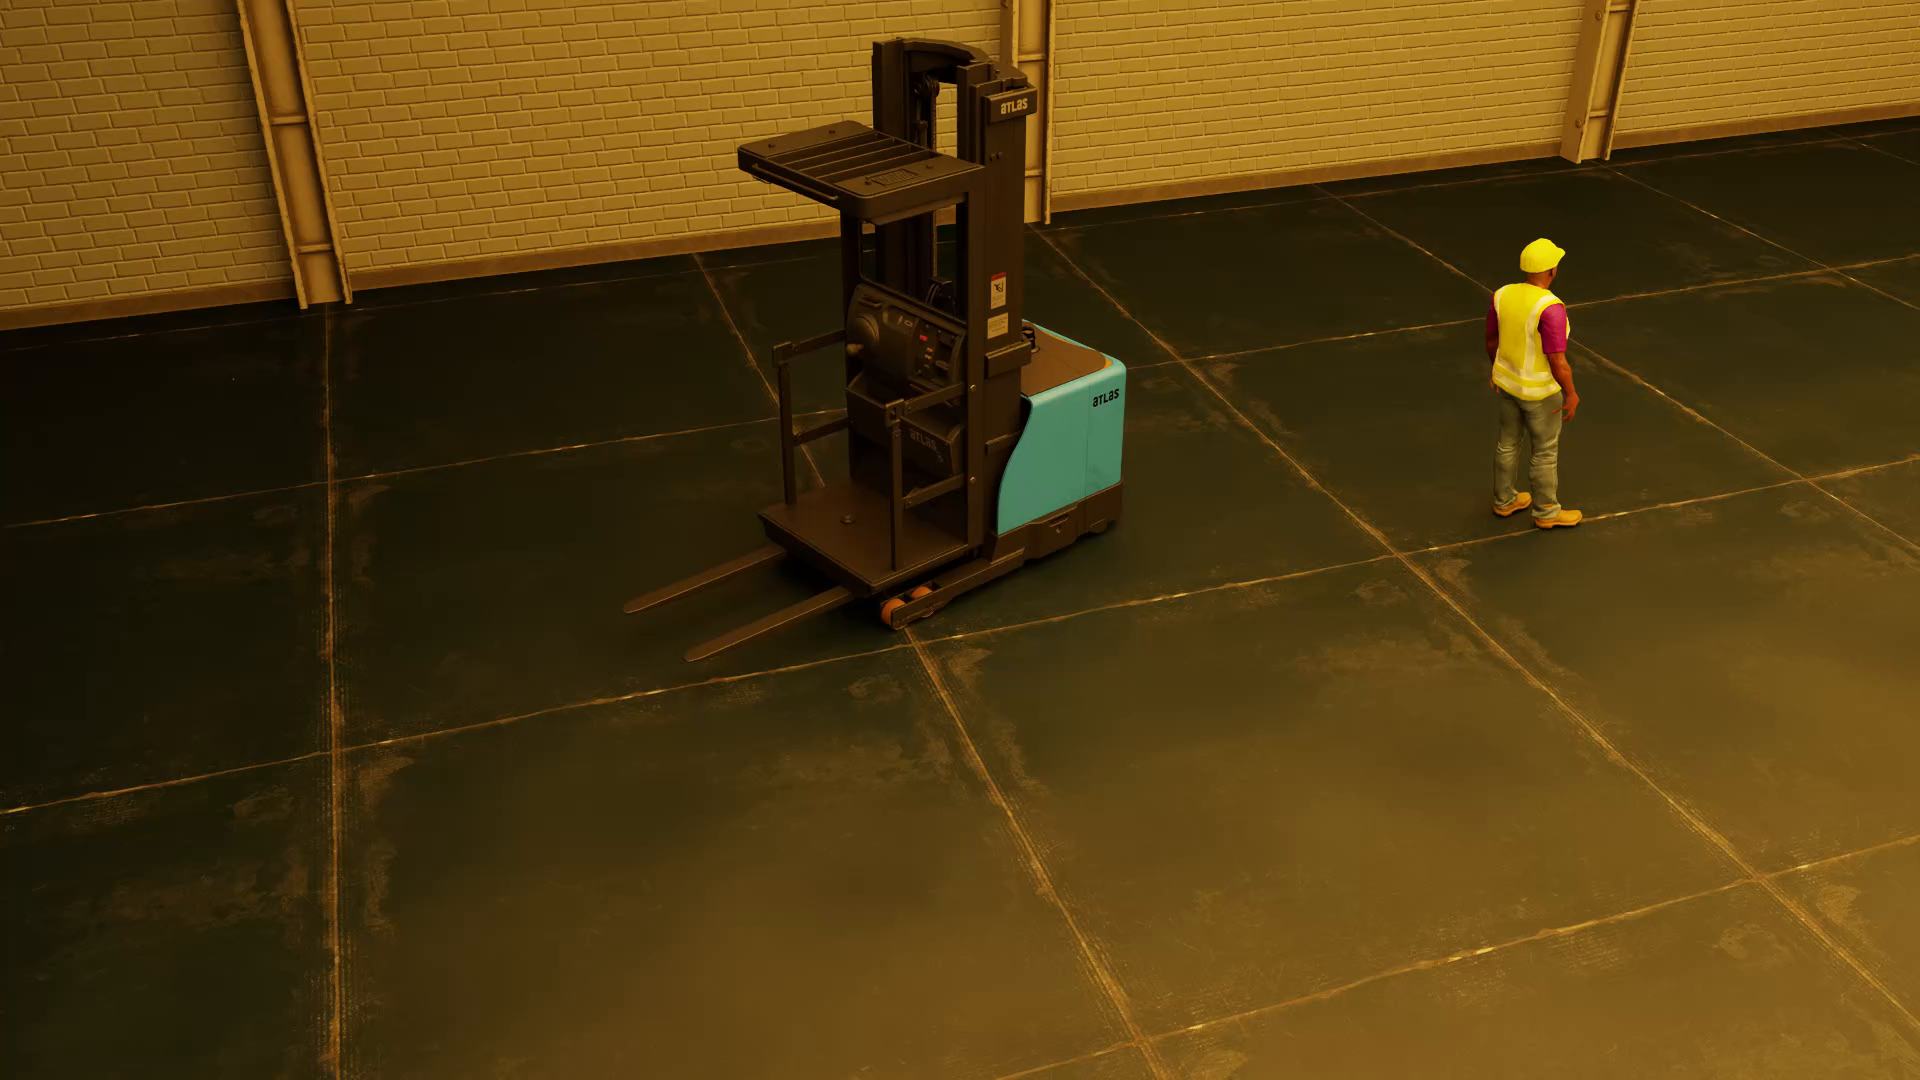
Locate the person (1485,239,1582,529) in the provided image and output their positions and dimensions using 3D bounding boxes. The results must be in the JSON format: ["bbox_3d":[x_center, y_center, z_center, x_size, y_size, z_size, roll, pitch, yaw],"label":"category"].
[{"bbox_3d":[3.436,-0.944,9.881,0.577,1.765,0.665,-14,33,-23],"label":"person"}]

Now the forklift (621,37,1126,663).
[{"bbox_3d":[-0.461,-1.072,8.951,3.031,2.935,1.130,-23,37,-34],"label":"forklift"}]
